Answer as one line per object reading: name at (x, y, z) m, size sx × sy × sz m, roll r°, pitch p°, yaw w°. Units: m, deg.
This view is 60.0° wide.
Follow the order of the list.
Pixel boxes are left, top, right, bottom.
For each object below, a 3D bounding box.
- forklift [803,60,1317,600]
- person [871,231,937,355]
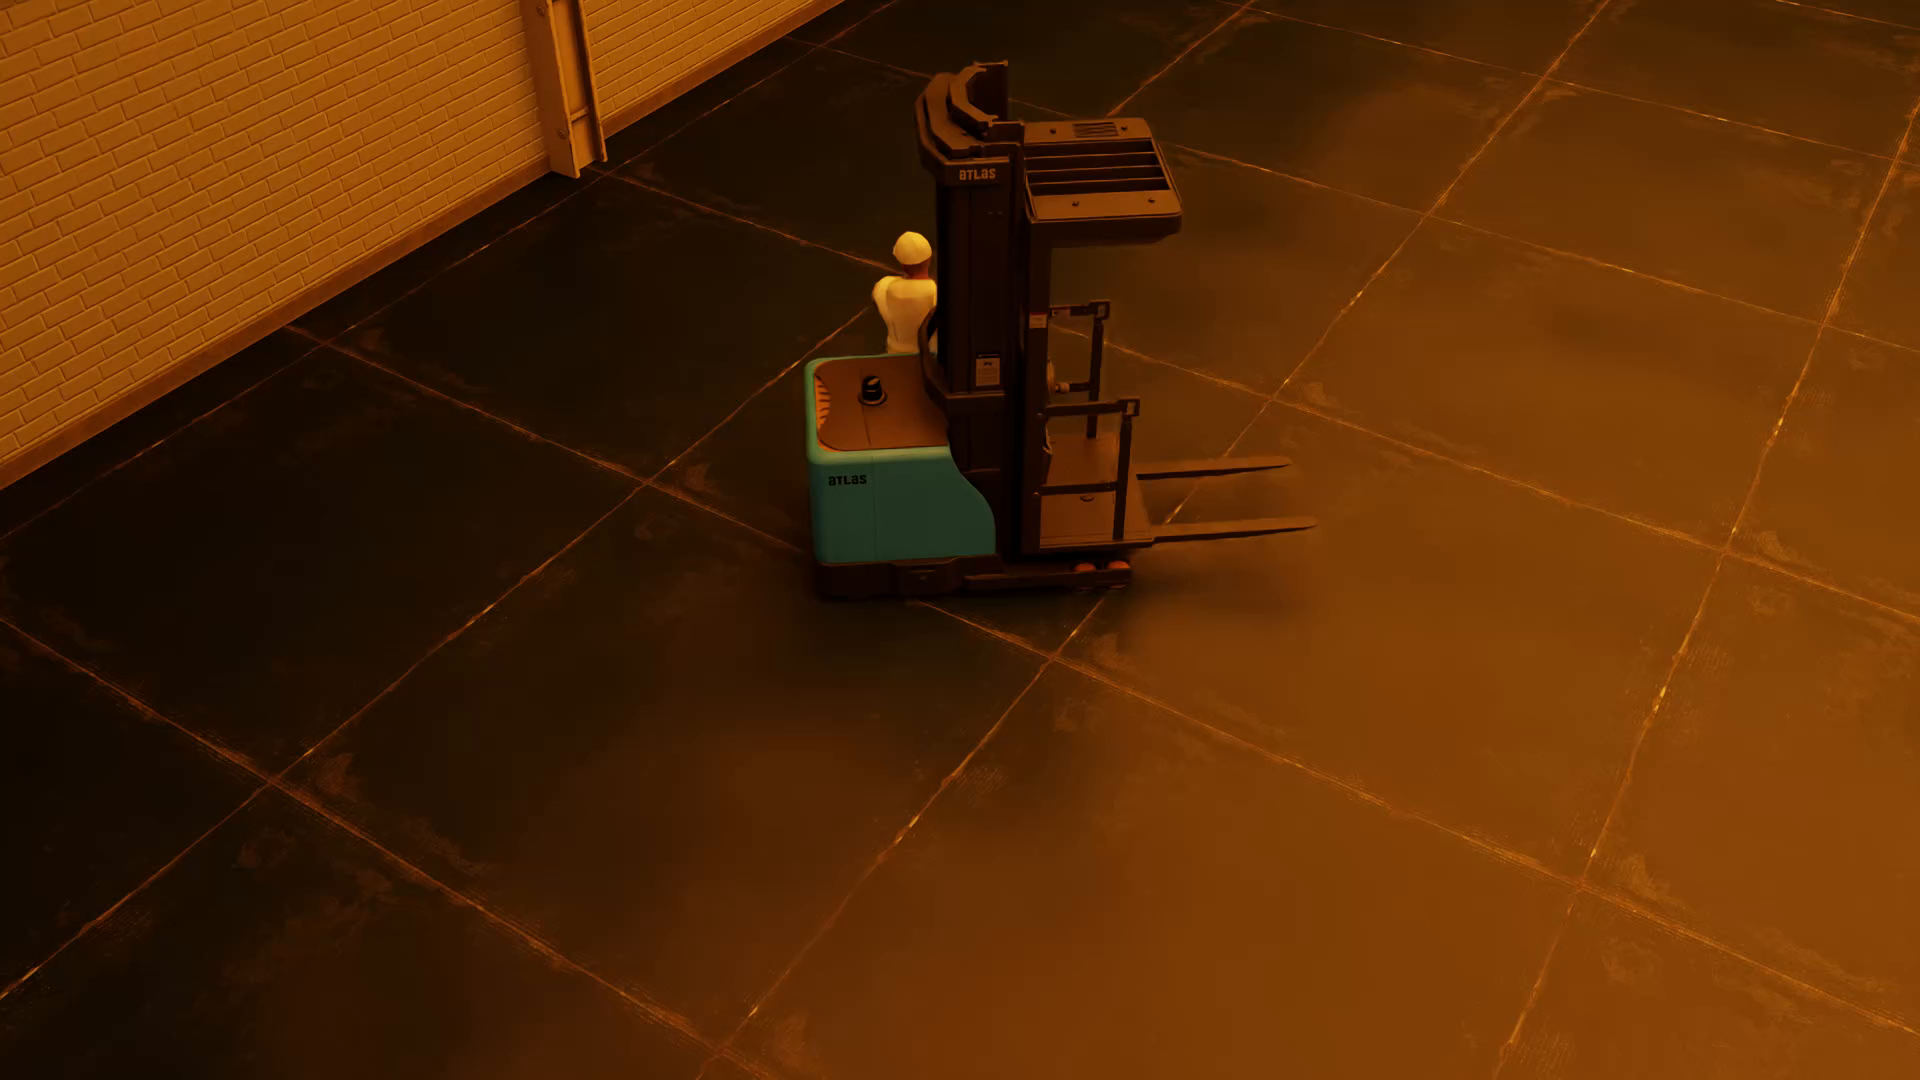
forklift at (0.608, -1.158, 9.334) m, size 3.031 × 2.935 × 1.130 m, roll -4°, pitch 40°, yaw -4°
person at (-0.153, -1.205, 10.354) m, size 0.760 × 1.690 × 0.764 m, roll 8°, pitch 41°, yaw 9°
